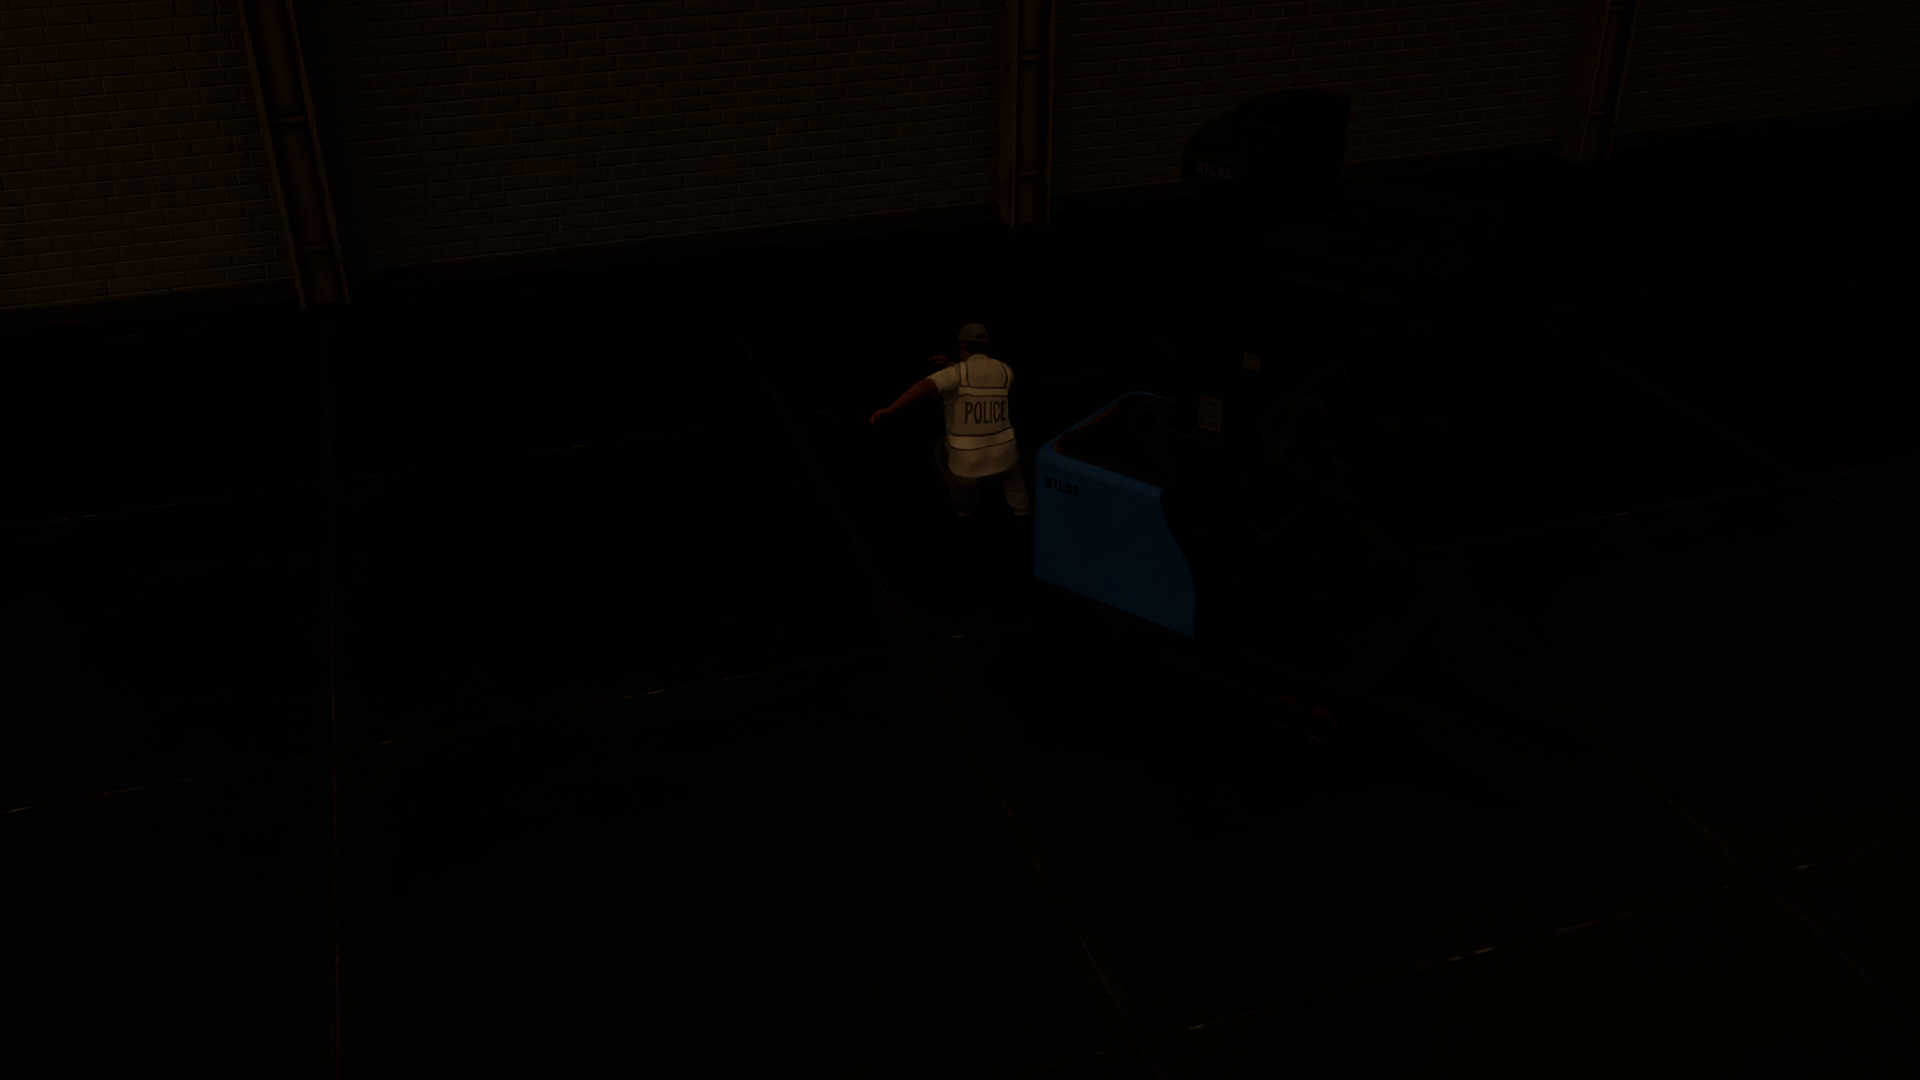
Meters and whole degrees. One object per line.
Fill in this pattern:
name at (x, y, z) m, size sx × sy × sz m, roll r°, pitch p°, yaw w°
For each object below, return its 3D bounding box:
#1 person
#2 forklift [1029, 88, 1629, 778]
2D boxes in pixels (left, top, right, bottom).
person at (-0.054, -0.537, 9.798) m, size 1.240 × 1.232 × 0.796 m, roll -11°, pitch 32°, yaw -18°
forklift at (1.865, -0.568, 8.074) m, size 3.031 × 2.935 × 1.130 m, roll 21°, pitch 36°, yaw 31°
